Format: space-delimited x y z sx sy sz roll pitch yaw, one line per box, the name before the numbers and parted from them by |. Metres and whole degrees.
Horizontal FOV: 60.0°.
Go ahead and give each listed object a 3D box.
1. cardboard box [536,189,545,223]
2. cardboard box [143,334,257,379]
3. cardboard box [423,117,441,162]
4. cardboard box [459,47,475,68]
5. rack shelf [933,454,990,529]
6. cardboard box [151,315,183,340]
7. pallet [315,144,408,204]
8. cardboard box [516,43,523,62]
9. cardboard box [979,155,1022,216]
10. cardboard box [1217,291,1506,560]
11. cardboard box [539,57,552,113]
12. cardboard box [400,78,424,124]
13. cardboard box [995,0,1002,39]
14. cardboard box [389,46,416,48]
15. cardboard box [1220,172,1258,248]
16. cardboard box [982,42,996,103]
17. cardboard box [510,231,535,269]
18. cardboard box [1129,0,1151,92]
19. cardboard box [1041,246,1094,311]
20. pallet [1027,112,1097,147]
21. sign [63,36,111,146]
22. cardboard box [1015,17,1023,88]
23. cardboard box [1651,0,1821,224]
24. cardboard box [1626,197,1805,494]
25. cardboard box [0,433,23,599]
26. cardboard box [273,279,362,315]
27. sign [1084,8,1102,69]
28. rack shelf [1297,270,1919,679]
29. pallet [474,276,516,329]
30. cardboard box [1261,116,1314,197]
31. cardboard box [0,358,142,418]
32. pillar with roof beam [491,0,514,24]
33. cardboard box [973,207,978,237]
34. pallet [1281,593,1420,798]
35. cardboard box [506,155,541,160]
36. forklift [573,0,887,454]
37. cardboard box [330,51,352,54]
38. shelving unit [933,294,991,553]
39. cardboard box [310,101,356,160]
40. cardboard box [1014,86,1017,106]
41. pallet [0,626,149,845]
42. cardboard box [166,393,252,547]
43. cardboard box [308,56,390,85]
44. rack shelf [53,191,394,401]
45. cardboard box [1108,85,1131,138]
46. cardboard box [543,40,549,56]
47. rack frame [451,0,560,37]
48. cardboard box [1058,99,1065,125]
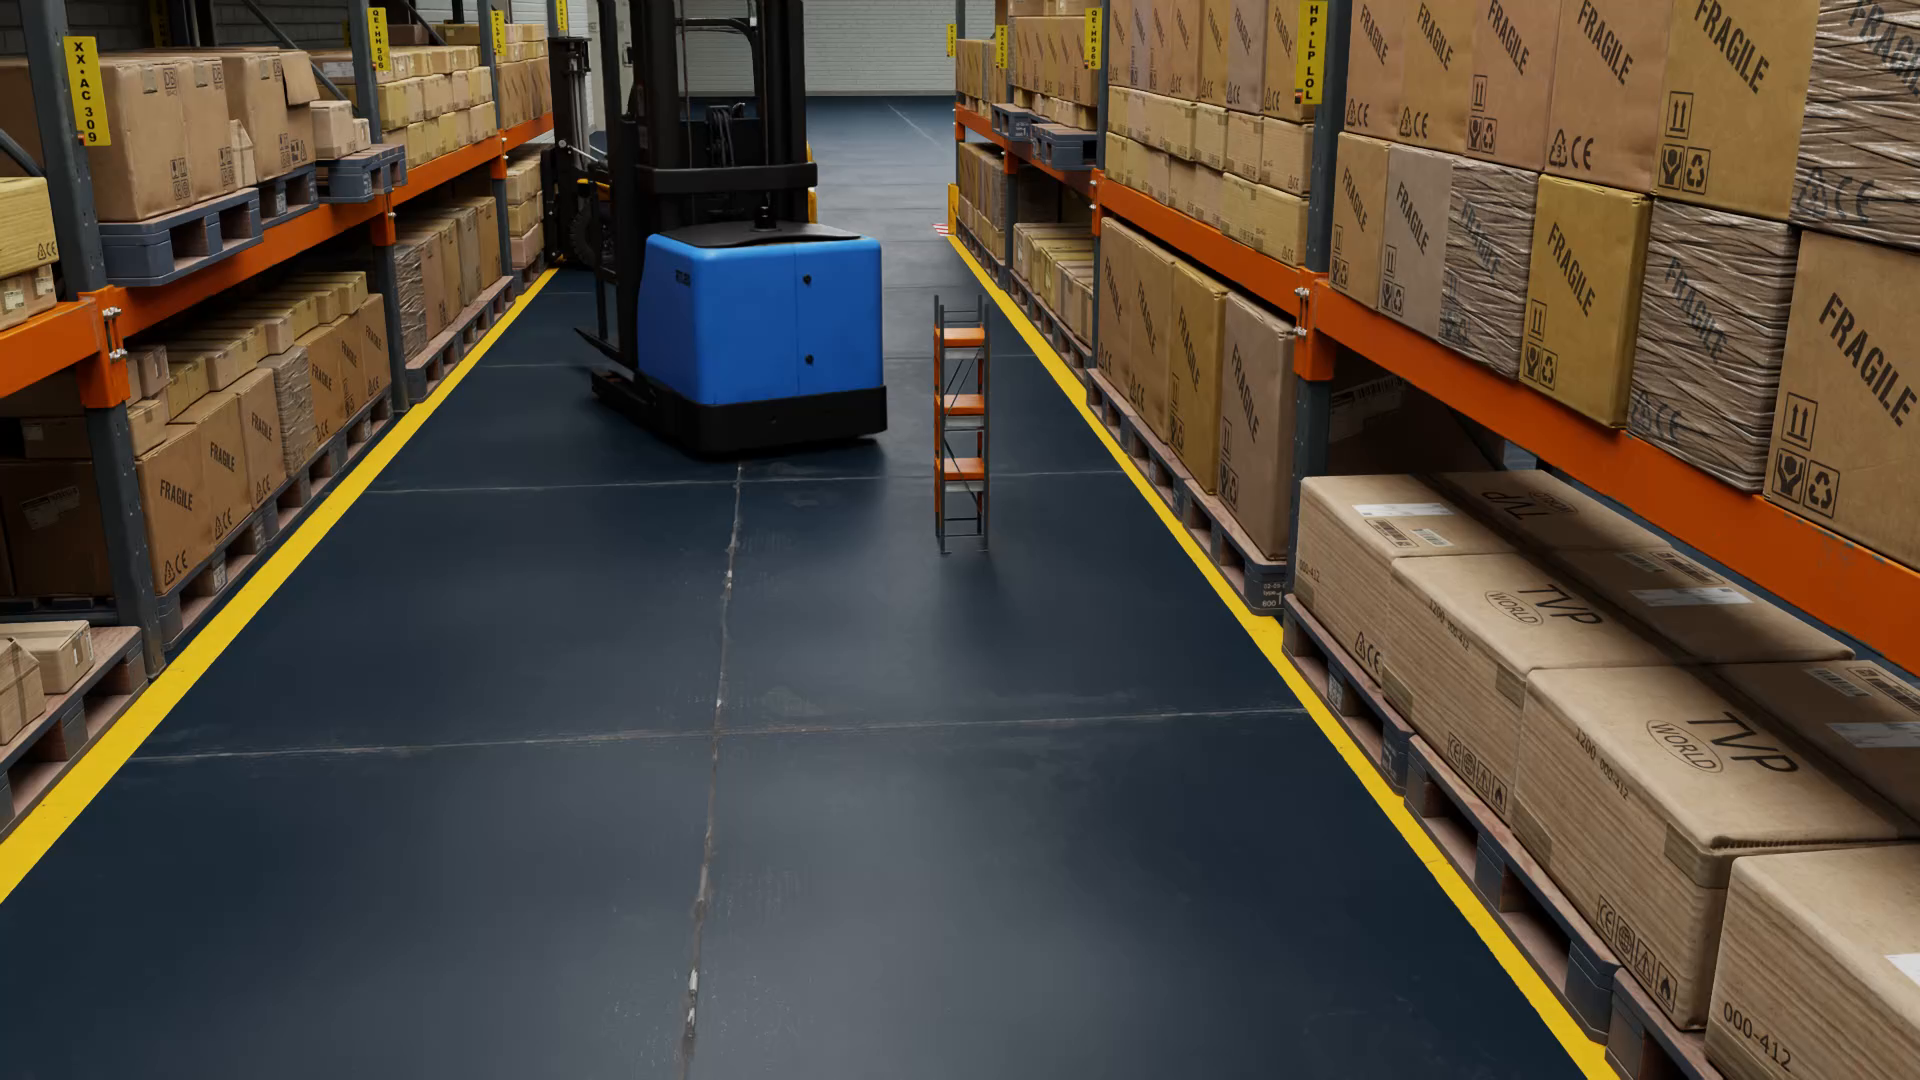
cardboard box | -3.902 -2.918 14.518 0.500 0.250 0.500 -2 18 -6
cardboard box | -3.209 -0.773 7.021 0.380 0.149 0.250 -1 17 -4
cardboard box | -3.562 -2.517 10.436 0.500 0.250 0.500 -2 18 -7
cardboard box | -3.764 -3.523 12.141 0.380 0.149 0.250 -2 18 -6
rack shelf | 0.006 -0.210 7.055 0.215 0.259 0.240 -2 18 -6
cardboard box | -3.722 -0.914 7.470 0.380 0.149 0.250 -2 18 -5
pallet | -3.513 -1.854 8.395 1.213 0.211 1.003 -2 18 -6
cardboard box | -3.896 -4.105 13.996 0.380 0.149 0.250 -2 18 -6
cardboard box | 0.436 -3.209 15.029 0.500 0.500 0.500 -1 17 -3
cardboard box | 1.554 -0.477 6.535 0.875 0.875 0.875 -1 17 -4
cardboard box | -4.121 -4.283 15.645 0.500 0.500 0.500 -1 17 -4
cardboard box | -3.506 -2.601 9.871 0.500 0.250 0.500 -1 17 -4
cardboard box | 0.729 -5.205 16.414 0.700 0.500 0.500 -2 18 -7
cardboard box | -4.242 -3.583 12.332 0.380 0.149 0.250 -2 18 -7
cardboard box | 1.349 -1.314 6.606 0.500 0.250 0.500 -2 18 -6
cardboard box | 0.461 -4.113 14.608 0.500 0.500 0.500 -1 17 -4
cardboard box | -3.785 -2.380 13.639 0.500 0.250 0.500 -2 18 -5
cardboard box | 1.153 -2.523 8.368 0.500 0.500 0.500 -2 18 -5
cardboard box | 1.079 -1.861 11.782 0.950 0.372 0.625 -1 17 -4
pallet | 1.040 -2.797 11.398 1.003 0.211 1.213 -2 18 -6
sign | -2.701 -1.386 5.138 0.100 0.325 0.005 -2 18 -6
cardboard box | 0.687 -3.584 12.220 0.500 0.500 0.500 -2 18 -5
cardboard box | 1.692 -0.880 3.135 0.500 0.500 0.500 -2 18 -6
cardboard box | 1.697 -0.403 3.284 0.500 0.500 0.500 -1 17 -4
cardboard box | -3.585 -0.099 5.955 0.500 0.500 0.500 -2 18 -6
cardboard box | -3.291 -1.243 8.517 0.380 0.149 0.250 -3 18 -9
sign | 0.746 -2.795 9.271 0.100 0.325 0.005 -2 18 -6
rack shelf | 1.903 -0.169 3.909 1.077 0.370 4.000 -2 18 -6
pallet | -3.950 -1.788 12.521 1.003 0.211 1.213 -2 18 -6
cardboard box | 1.410 -1.399 6.041 0.500 0.250 0.500 -2 18 -6
cardboard box | -3.072 -0.526 5.737 0.380 0.149 0.250 -2 18 -7
pillar with roof beam | -1.639 -9.076 21.064 9.100 9.000 0.400 -2 18 -6
cardboard box | 0.381 -3.008 15.641 0.500 0.250 0.500 -1 17 -2
pallet | 1.698 0.451 5.387 1.003 0.211 1.213 -2 18 -6
cardboard box | -3.955 -3.314 14.944 0.500 0.250 0.500 -2 18 -7
forklift | -1.523 -2.231 9.391 1.130 2.935 3.031 -9 20 -27
cardboard box | -4.065 -3.050 10.635 0.380 0.149 0.250 -1 17 -4
shelving unit | 0.006 -0.485 6.969 0.215 1.050 0.252 -2 18 -6
cardboard box | -3.222 -1.970 7.993 0.500 0.250 0.500 -3 18 -8
cardboard box | 0.615 -3.398 12.710 0.380 0.149 0.250 -2 17 -5
pallet | -3.170 0.582 4.973 1.003 0.211 1.213 -2 18 -6
cardboard box | -3.131 -0.271 6.504 0.500 0.500 0.500 -2 18 -6
cardboard box | -3.392 -2.607 9.222 0.380 0.149 0.250 -1 17 -4
rack shelf | -3.446 -1.206 7.213 1.077 0.370 4.000 -2 18 -6
cardboard box | 1.091 -2.308 8.937 0.500 0.250 0.500 -2 18 -6
cardboard box | -4.107 -4.716 15.942 0.380 0.149 0.250 -1 17 -5
rack frame | -4.477 -4.529 16.595 1.000 3.000 0.127 -2 18 -6
cardboard box | 0.828 -2.697 10.479 0.380 0.149 0.250 -3 18 -8
